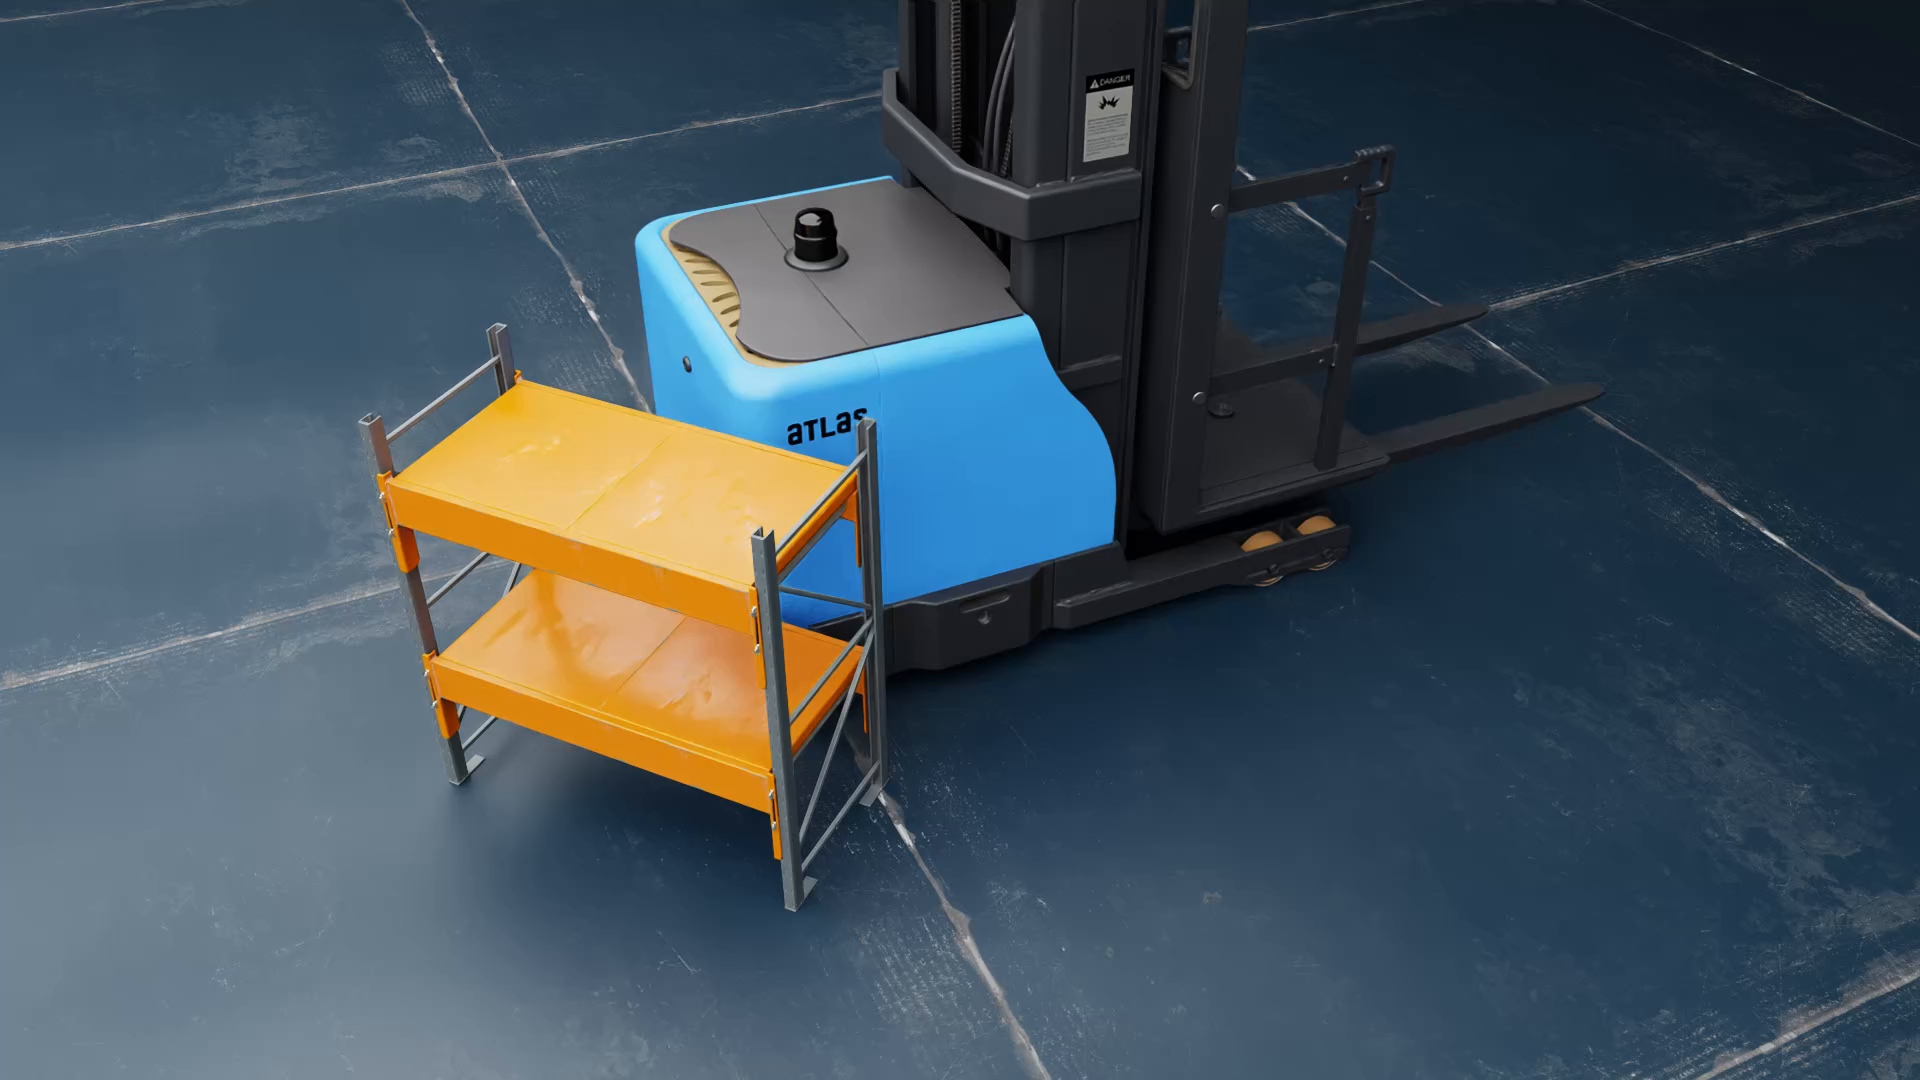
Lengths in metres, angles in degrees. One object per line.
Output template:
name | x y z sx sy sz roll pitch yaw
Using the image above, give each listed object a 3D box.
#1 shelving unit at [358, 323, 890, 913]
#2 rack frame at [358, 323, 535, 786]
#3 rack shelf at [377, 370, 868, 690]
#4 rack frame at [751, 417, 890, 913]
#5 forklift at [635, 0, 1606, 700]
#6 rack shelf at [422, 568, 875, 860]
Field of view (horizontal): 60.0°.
shelving unit | -0.767 0.185 4.056 1.048 1.125 0.538 16 39 20
rack frame | -1.228 0.057 4.229 0.032 1.125 0.500 16 39 20
rack shelf | -0.767 -0.050 3.882 1.000 0.278 0.538 16 39 20
rack frame | -0.306 0.313 3.883 0.032 1.125 0.500 16 39 20
forklift | 0.639 -1.308 4.554 3.031 2.935 1.130 -15 39 -19
rack shelf | -0.767 0.382 4.202 1.000 0.278 0.538 16 39 20
